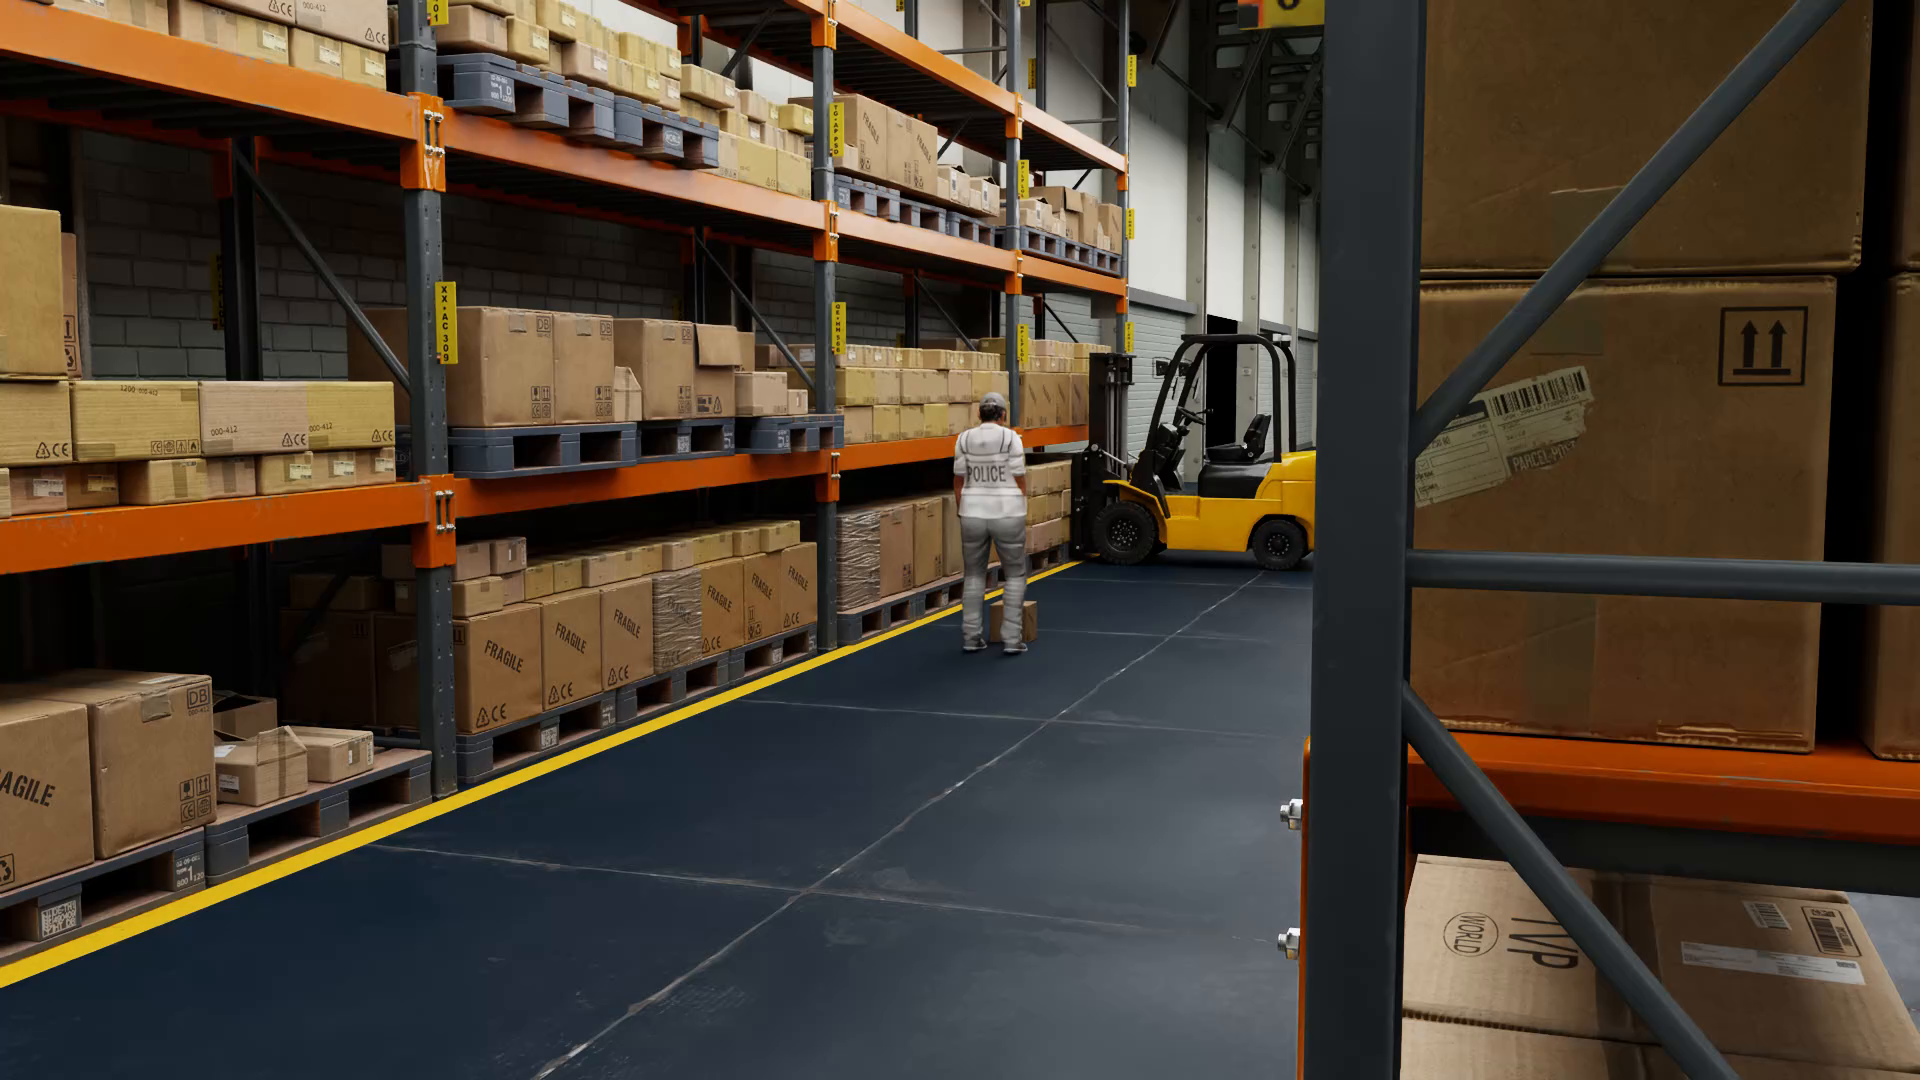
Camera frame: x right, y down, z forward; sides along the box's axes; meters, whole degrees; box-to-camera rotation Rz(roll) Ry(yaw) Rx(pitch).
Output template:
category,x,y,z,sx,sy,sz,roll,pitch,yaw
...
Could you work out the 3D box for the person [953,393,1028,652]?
category,x,y,z,sx,sy,sz,roll,pitch,yaw
person,0.193,-0.104,10.534,0.480,1.649,0.418,2,6,18
